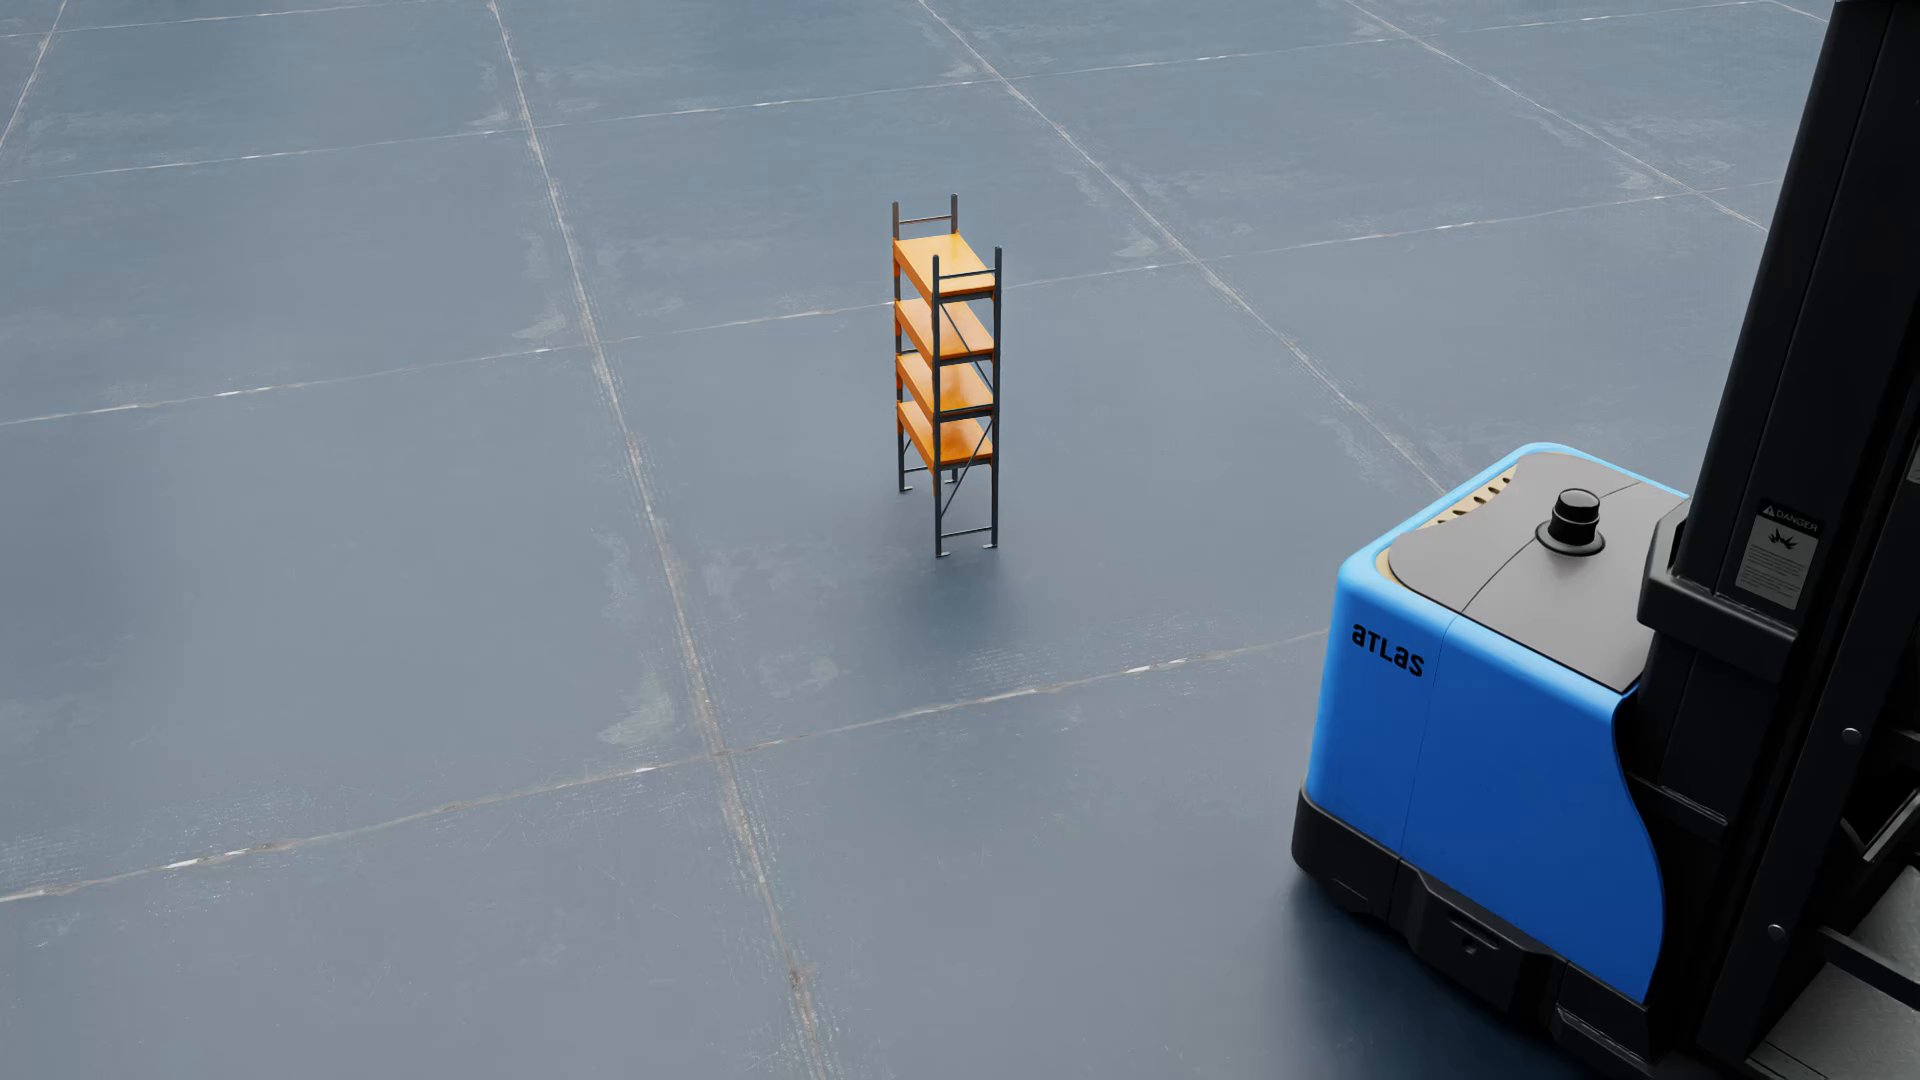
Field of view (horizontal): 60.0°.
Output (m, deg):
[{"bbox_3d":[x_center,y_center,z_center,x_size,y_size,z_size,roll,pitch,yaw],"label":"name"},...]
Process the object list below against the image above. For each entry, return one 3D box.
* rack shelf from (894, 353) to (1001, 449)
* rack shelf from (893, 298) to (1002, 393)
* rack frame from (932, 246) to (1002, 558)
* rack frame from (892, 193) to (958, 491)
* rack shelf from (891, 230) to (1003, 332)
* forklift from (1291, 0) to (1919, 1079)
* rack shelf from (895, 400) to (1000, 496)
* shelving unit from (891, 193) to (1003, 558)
[{"bbox_3d":[-0.051,-0.531,6.088,0.258,0.148,0.480,-10,35,-15],"label":"rack shelf"},{"bbox_3d":[-0.051,-0.718,5.964,0.258,0.148,0.480,-10,35,-15],"label":"rack shelf"},{"bbox_3d":[0.024,-0.459,5.857,0.240,1.200,0.015,-10,35,-15],"label":"rack frame"},{"bbox_3d":[-0.125,-0.716,6.245,0.240,1.200,0.015,-10,35,-15],"label":"rack frame"},{"bbox_3d":[-0.051,-0.915,5.834,0.258,0.148,0.480,-10,35,-15],"label":"rack shelf"},{"bbox_3d":[2.323,0.144,3.374,1.130,2.935,3.031,-27,42,-35],"label":"forklift"},{"bbox_3d":[-0.051,-0.366,6.197,0.258,0.148,0.480,-10,35,-15],"label":"rack shelf"},{"bbox_3d":[-0.051,-0.587,6.051,0.258,1.200,0.503,-10,35,-15],"label":"shelving unit"}]
